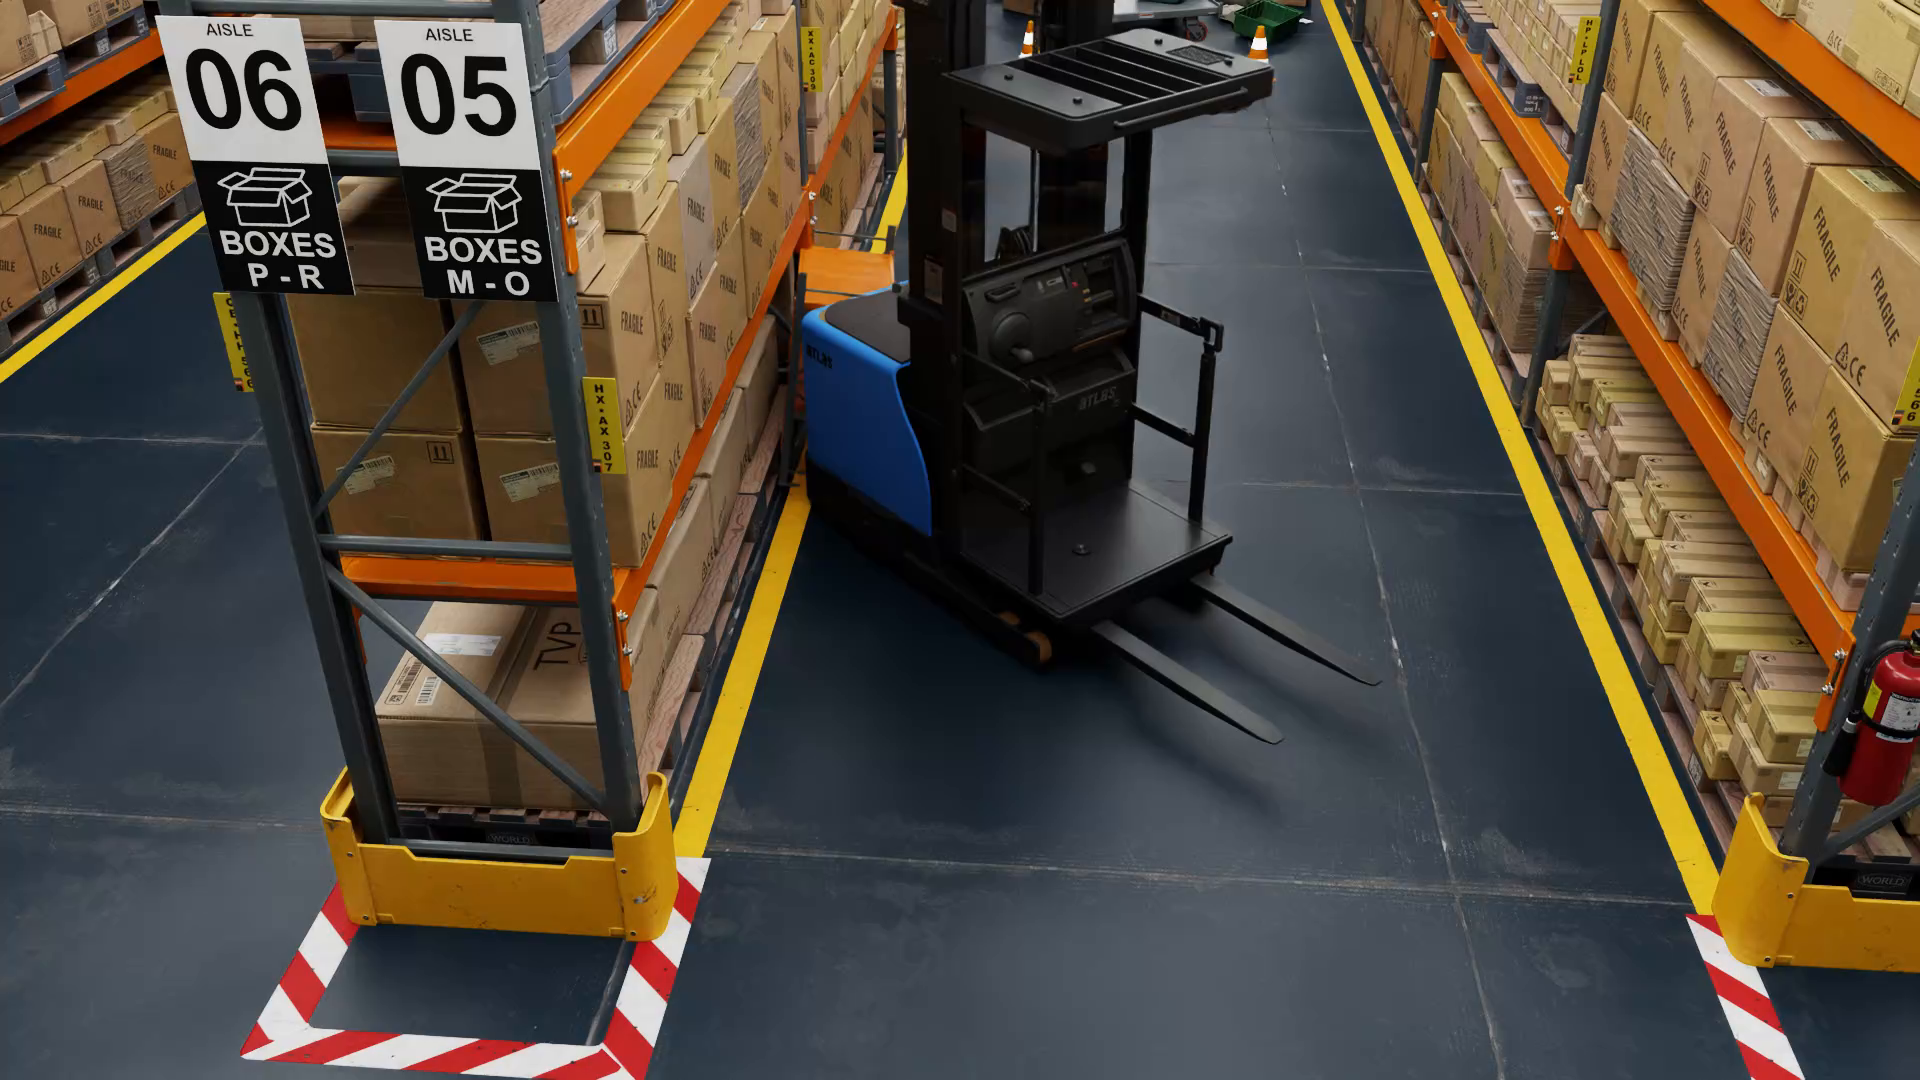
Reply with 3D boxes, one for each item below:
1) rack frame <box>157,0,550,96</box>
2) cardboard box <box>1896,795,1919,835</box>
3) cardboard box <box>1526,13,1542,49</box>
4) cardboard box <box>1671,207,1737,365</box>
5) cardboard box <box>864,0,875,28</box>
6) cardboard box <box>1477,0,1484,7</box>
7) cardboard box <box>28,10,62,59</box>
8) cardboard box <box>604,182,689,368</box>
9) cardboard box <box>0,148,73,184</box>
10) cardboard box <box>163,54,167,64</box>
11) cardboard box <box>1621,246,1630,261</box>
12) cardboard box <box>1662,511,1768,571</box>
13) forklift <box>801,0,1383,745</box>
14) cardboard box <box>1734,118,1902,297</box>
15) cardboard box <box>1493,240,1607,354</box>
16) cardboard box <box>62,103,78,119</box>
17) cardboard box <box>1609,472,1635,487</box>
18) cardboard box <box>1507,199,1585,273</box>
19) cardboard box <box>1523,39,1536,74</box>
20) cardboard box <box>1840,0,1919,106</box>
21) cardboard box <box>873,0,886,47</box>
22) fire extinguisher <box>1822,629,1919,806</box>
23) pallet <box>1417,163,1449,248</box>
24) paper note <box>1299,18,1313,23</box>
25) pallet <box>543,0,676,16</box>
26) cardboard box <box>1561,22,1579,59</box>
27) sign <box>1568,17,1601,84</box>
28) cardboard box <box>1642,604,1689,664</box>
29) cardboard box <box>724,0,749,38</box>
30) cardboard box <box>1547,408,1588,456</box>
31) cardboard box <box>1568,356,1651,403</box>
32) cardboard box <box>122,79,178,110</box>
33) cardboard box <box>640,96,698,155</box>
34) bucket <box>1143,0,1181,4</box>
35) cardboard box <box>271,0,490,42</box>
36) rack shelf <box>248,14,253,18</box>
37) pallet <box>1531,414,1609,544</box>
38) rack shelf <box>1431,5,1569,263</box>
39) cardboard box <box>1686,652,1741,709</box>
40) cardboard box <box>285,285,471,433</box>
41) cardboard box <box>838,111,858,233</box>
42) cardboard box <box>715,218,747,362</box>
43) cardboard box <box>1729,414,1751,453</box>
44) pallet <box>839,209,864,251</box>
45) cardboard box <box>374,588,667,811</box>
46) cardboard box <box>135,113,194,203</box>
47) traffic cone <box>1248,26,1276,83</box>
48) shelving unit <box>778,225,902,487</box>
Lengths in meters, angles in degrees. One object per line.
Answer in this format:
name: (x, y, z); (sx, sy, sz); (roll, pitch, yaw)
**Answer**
rack frame: (-1.632, -2.523, 3.767); (1.000, 3.000, 0.127); (2, 32, 4)
cardboard box: (3.672, 0.964, 6.144); (0.380, 0.149, 0.250); (3, 32, 5)
cardboard box: (3.575, -3.007, 9.825); (0.380, 0.149, 0.250); (3, 32, 4)
cardboard box: (3.220, -1.021, 6.668); (0.500, 0.500, 0.500); (4, 32, 6)
cardboard box: (-0.826, -3.500, 10.737); (0.500, 0.250, 0.500); (2, 32, 3)
cardboard box: (3.702, -3.700, 11.234); (0.380, 0.149, 0.250); (4, 32, 6)
cardboard box: (-5.758, -3.102, 10.153); (0.396, 0.266, 0.258); (4, 32, 6)
cardboard box: (-1.274, -0.947, 5.879); (0.500, 0.500, 0.500); (2, 32, 3)
cardboard box: (-5.938, -2.394, 10.639); (0.380, 0.149, 0.250); (2, 32, 4)
cardboard box: (-5.863, -3.856, 13.511); (0.875, 0.625, 0.625); (3, 32, 6)
cardboard box: (3.370, -1.381, 7.871); (0.380, 0.149, 0.250); (1, 32, 2)
cardboard box: (3.256, 0.005, 7.133); (0.380, 0.149, 0.250); (1, 32, 2)
forklift: (0.539, -0.983, 7.052); (1.130, 2.935, 3.031); (-23, 38, -32)
cardboard box: (3.174, -1.193, 5.994); (0.500, 0.500, 0.500); (4, 32, 6)
cardboard box: (3.445, -1.415, 9.669); (0.500, 0.500, 0.500); (2, 32, 3)
cardboard box: (-6.357, -2.946, 11.535); (0.380, 0.149, 0.250); (2, 32, 3)
cardboard box: (3.302, -0.269, 7.861); (0.380, 0.149, 0.250); (4, 32, 6)
cardboard box: (3.445, -1.736, 9.476); (0.500, 0.250, 0.500); (2, 32, 3)
cardboard box: (3.574, -2.871, 9.889); (0.380, 0.149, 0.250); (4, 32, 6)
cardboard box: (3.118, -1.540, 5.174); (0.500, 0.250, 0.500); (3, 32, 4)
cardboard box: (-0.789, -3.545, 11.286); (0.500, 0.250, 0.500); (3, 32, 5)
fire extinguisher: (2.830, 0.493, 5.020); (0.296, 0.674, 0.183); (2, 32, 4)
pallet: (3.897, -2.398, 11.940); (1.003, 0.211, 1.213); (2, 32, 4)
paper note: (3.439, -5.212, 16.677); (0.147, 0.020, 0.142); (-20, 37, -29)
pallet: (-1.485, -2.236, 6.245); (1.003, 0.211, 1.213); (2, 32, 4)
cardboard box: (3.518, -2.721, 9.078); (0.380, 0.149, 0.250); (1, 32, 2)
sign: (3.082, -2.417, 8.209); (0.100, 0.325, 0.005); (2, 32, 4)
cardboard box: (3.138, 0.401, 7.057); (0.380, 0.149, 0.250); (1, 32, 2)
cardboard box: (-1.173, -2.367, 7.566); (0.380, 0.149, 0.250); (2, 32, 4)
cardboard box: (3.264, -0.551, 8.603); (0.380, 0.149, 0.250); (3, 32, 5)
cardboard box: (3.320, -0.808, 8.452); (0.380, 0.149, 0.250); (4, 32, 6)
cardboard box: (-5.772, -3.204, 11.954); (0.380, 0.149, 0.250); (1, 32, 2)
cardboard box: (-1.206, -1.565, 6.264); (0.380, 0.149, 0.250); (3, 32, 4)
bucket: (2.000, -5.508, 16.001); (0.726, 0.611, 0.620); (14, 44, 21)
cardboard box: (-1.685, -1.643, 4.845); (0.500, 0.250, 0.500); (0, 32, -1)
rack shelf: (-5.765, -5.102, 14.355); (1.077, 0.370, 4.000); (2, 32, 4)
pallet: (3.617, -0.362, 8.637); (1.003, 0.211, 1.213); (2, 32, 4)
rack shelf: (3.799, -2.642, 10.363); (1.077, 0.370, 4.000); (2, 32, 4)
cardboard box: (3.109, 0.538, 6.552); (0.380, 0.149, 0.250); (1, 32, 2)
cardboard box: (-1.830, -0.700, 5.478); (0.500, 0.500, 0.500); (3, 32, 6)
cardboard box: (-1.196, -2.603, 11.239); (0.875, 0.875, 0.875); (3, 32, 5)
cardboard box: (-1.209, -1.044, 6.990); (0.500, 0.500, 0.500); (3, 32, 6)
cardboard box: (3.167, -0.417, 6.307); (0.380, 0.149, 0.250); (1, 32, 2)
pallet: (-1.221, -1.920, 11.164); (1.003, 0.211, 1.213); (2, 32, 4)
cardboard box: (-1.678, 0.593, 6.470); (0.875, 0.438, 0.875); (1, 32, 2)
cardboard box: (-5.839, -2.712, 11.773); (0.500, 0.500, 0.500); (4, 32, 6)
traffic cone: (2.673, -4.369, 14.898); (0.336, 0.463, 0.334); (2, 32, 4)
shelving unit: (-0.639, -0.990, 8.752); (0.538, 1.125, 1.048); (5, 26, -7)
